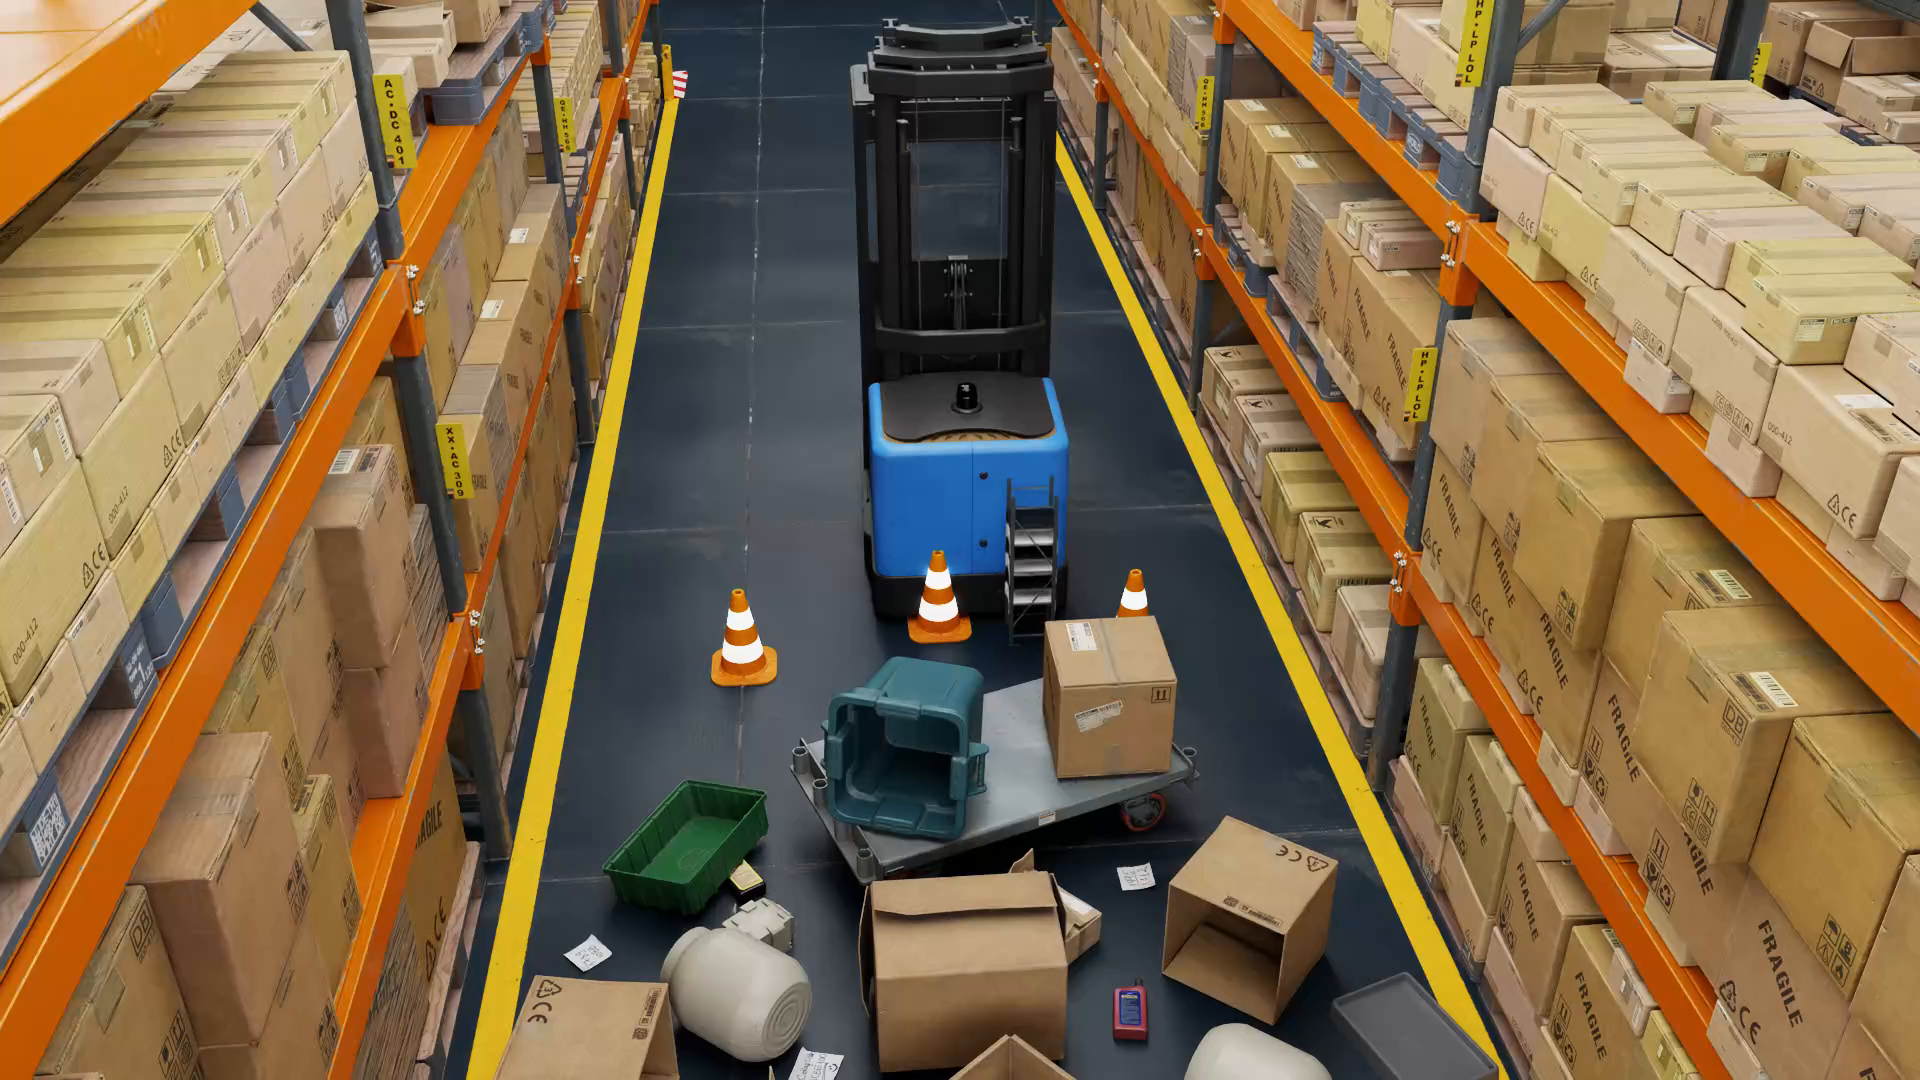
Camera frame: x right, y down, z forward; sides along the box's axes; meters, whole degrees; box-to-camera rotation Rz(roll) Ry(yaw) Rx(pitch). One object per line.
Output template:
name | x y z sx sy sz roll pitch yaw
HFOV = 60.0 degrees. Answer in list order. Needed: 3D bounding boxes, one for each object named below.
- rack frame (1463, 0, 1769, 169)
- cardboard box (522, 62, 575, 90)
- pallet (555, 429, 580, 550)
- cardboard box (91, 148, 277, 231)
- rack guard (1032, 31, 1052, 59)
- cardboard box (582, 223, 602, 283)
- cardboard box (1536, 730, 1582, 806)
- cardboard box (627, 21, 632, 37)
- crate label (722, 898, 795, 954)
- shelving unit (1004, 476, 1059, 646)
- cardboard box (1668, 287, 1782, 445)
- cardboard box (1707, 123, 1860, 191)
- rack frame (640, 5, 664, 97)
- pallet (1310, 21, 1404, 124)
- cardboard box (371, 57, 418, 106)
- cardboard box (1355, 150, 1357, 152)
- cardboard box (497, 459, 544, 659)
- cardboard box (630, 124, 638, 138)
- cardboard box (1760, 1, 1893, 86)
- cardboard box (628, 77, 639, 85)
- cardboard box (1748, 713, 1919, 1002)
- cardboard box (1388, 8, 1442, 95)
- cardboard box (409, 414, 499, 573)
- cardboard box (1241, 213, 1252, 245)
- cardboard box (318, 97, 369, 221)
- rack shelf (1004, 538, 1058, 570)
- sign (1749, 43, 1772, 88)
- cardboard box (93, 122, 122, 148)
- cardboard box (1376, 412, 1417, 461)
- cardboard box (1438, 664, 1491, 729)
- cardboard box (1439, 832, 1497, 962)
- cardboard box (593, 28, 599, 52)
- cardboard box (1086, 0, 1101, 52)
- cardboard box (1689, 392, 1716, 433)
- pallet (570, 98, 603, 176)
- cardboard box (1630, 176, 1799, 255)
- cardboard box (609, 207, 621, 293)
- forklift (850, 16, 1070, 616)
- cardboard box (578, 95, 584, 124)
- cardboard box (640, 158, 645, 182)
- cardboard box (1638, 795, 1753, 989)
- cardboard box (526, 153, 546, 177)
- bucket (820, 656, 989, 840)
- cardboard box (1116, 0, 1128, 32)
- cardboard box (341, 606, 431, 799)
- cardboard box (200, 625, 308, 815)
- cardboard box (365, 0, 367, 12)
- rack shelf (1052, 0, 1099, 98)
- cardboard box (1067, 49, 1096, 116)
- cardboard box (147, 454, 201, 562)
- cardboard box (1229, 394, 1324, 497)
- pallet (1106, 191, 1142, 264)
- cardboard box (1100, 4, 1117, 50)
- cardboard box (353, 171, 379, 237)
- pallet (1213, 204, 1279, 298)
rack frame | 2.420 -2.734 5.552 1.000 3.000 0.127 -3 31 -5
cardboard box | -2.847 -3.156 11.364 0.380 0.149 0.250 -2 31 -3
pallet | -2.874 -0.309 10.061 1.003 0.211 1.213 -3 31 -5
cardboard box | -2.052 -0.927 4.411 0.380 0.149 0.250 -3 31 -4
rack guard | 1.297 -5.224 18.009 1.175 0.500 0.348 -3 31 -5
cardboard box | -2.743 -1.964 11.409 0.500 0.250 0.500 -3 31 -5
cardboard box | 2.240 0.779 5.766 0.380 0.149 0.250 -3 31 -4
cardboard box | -3.100 -4.540 14.670 0.380 0.149 0.250 -2 31 -4
crate label | -0.841 1.624 6.898 0.250 0.136 0.298 27 40 37
shelving unit | 0.370 0.117 8.676 0.258 0.900 0.210 -2 31 -4
cardboard box | 2.329 -0.495 4.585 0.500 0.250 0.500 -2 31 -4
cardboard box | 2.703 -1.263 5.482 0.380 0.149 0.250 -2 31 -3
rack frame | -3.620 -5.996 16.864 1.000 3.000 0.127 -3 31 -5
pallet | 2.368 -2.215 7.792 1.213 0.211 1.003 -3 31 -5
cardboard box | -2.349 -1.814 6.675 0.250 0.149 0.380 -3 31 -5
cardboard box | 2.425 -2.069 9.492 0.500 0.500 0.500 -3 31 -5
cardboard box | -2.733 0.110 8.424 1.050 0.750 0.750 -3 31 -5
cardboard box | -3.158 -3.766 15.210 0.380 0.149 0.250 -1 31 -2
cardboard box | 6.558 -3.783 12.651 0.700 0.500 0.500 -3 31 -5
cardboard box | -3.245 -4.283 15.786 0.380 0.149 0.250 -4 31 -6
cardboard box | 2.489 0.775 4.165 0.700 0.500 0.500 -2 31 -4
cardboard box | 2.179 -2.112 7.172 0.500 0.250 0.500 -2 31 -4
cardboard box | -2.280 -0.194 7.052 0.500 0.500 0.500 -2 31 -4
cardboard box | 1.864 -1.810 9.691 0.380 0.149 0.250 -5 31 -8
cardboard box | -2.197 -1.205 5.266 0.500 0.250 0.500 -3 31 -5
rack shelf | 0.370 0.068 8.647 0.258 0.077 0.200 -2 31 -4
sign | 2.960 -1.698 6.239 0.100 0.325 0.005 -3 31 -5
cardboard box | -2.778 -1.283 5.008 0.380 0.149 0.250 -3 31 -5
cardboard box | 2.097 -0.480 7.465 0.380 0.149 0.250 -2 31 -4
cardboard box | 2.158 0.622 6.691 0.380 0.149 0.250 -2 31 -4
cardboard box | 2.267 1.428 6.706 0.500 0.250 0.500 -1 31 -2
cardboard box | -2.987 -3.826 12.776 0.380 0.149 0.250 -3 31 -4
cardboard box | 1.375 -4.510 14.279 0.500 0.500 0.500 -2 31 -4
cardboard box | 2.348 -0.379 4.779 0.380 0.149 0.250 -3 31 -4
pallet | -3.098 -2.838 11.764 1.003 0.211 1.213 -3 31 -5
cardboard box | 2.265 -0.978 5.005 0.380 0.149 0.250 -4 31 -6
cardboard box | -2.835 -2.172 12.488 0.500 0.500 0.500 -3 31 -6
forklift | -0.046 -1.580 9.538 1.130 2.935 3.031 -2 31 -4
cardboard box | -2.862 -3.032 11.737 0.380 0.149 0.250 -4 31 -6
cardboard box | -2.985 -3.248 14.633 0.380 0.149 0.250 -2 31 -3
cardboard box | 2.383 0.938 4.867 0.500 0.500 0.500 -3 31 -5
cardboard box | -2.718 -2.368 10.335 0.380 0.149 0.250 -1 31 -2
bucket | -0.191 0.842 7.125 0.726 0.611 0.620 8 22 13
cardboard box | 1.503 -4.218 12.814 0.500 0.500 0.500 -3 31 -5
cardboard box | -2.379 0.533 5.786 0.875 0.550 0.550 -3 31 -5
cardboard box | -2.361 0.620 4.588 0.875 0.550 0.500 -3 31 -5
cardboard box | -2.929 -2.487 7.643 0.500 0.311 0.500 -3 31 -5
rack shelf | 1.486 -4.955 15.822 1.077 0.370 4.000 -3 31 -5
cardboard box | 1.554 -4.566 16.559 0.875 0.438 0.875 -2 31 -3
cardboard box | -1.956 -0.065 3.747 0.380 0.149 0.250 -3 31 -5
cardboard box | 2.166 -0.588 9.962 0.950 0.372 0.625 -3 31 -6
pallet | 1.820 -2.655 13.990 1.003 0.211 1.213 -3 31 -5
cardboard box | 1.433 -4.155 13.440 0.500 0.250 0.500 -4 31 -6
cardboard box | -2.146 -1.102 5.483 0.380 0.149 0.250 -3 31 -5
pallet | 2.219 -1.760 9.958 1.213 0.211 1.003 -3 31 -5
